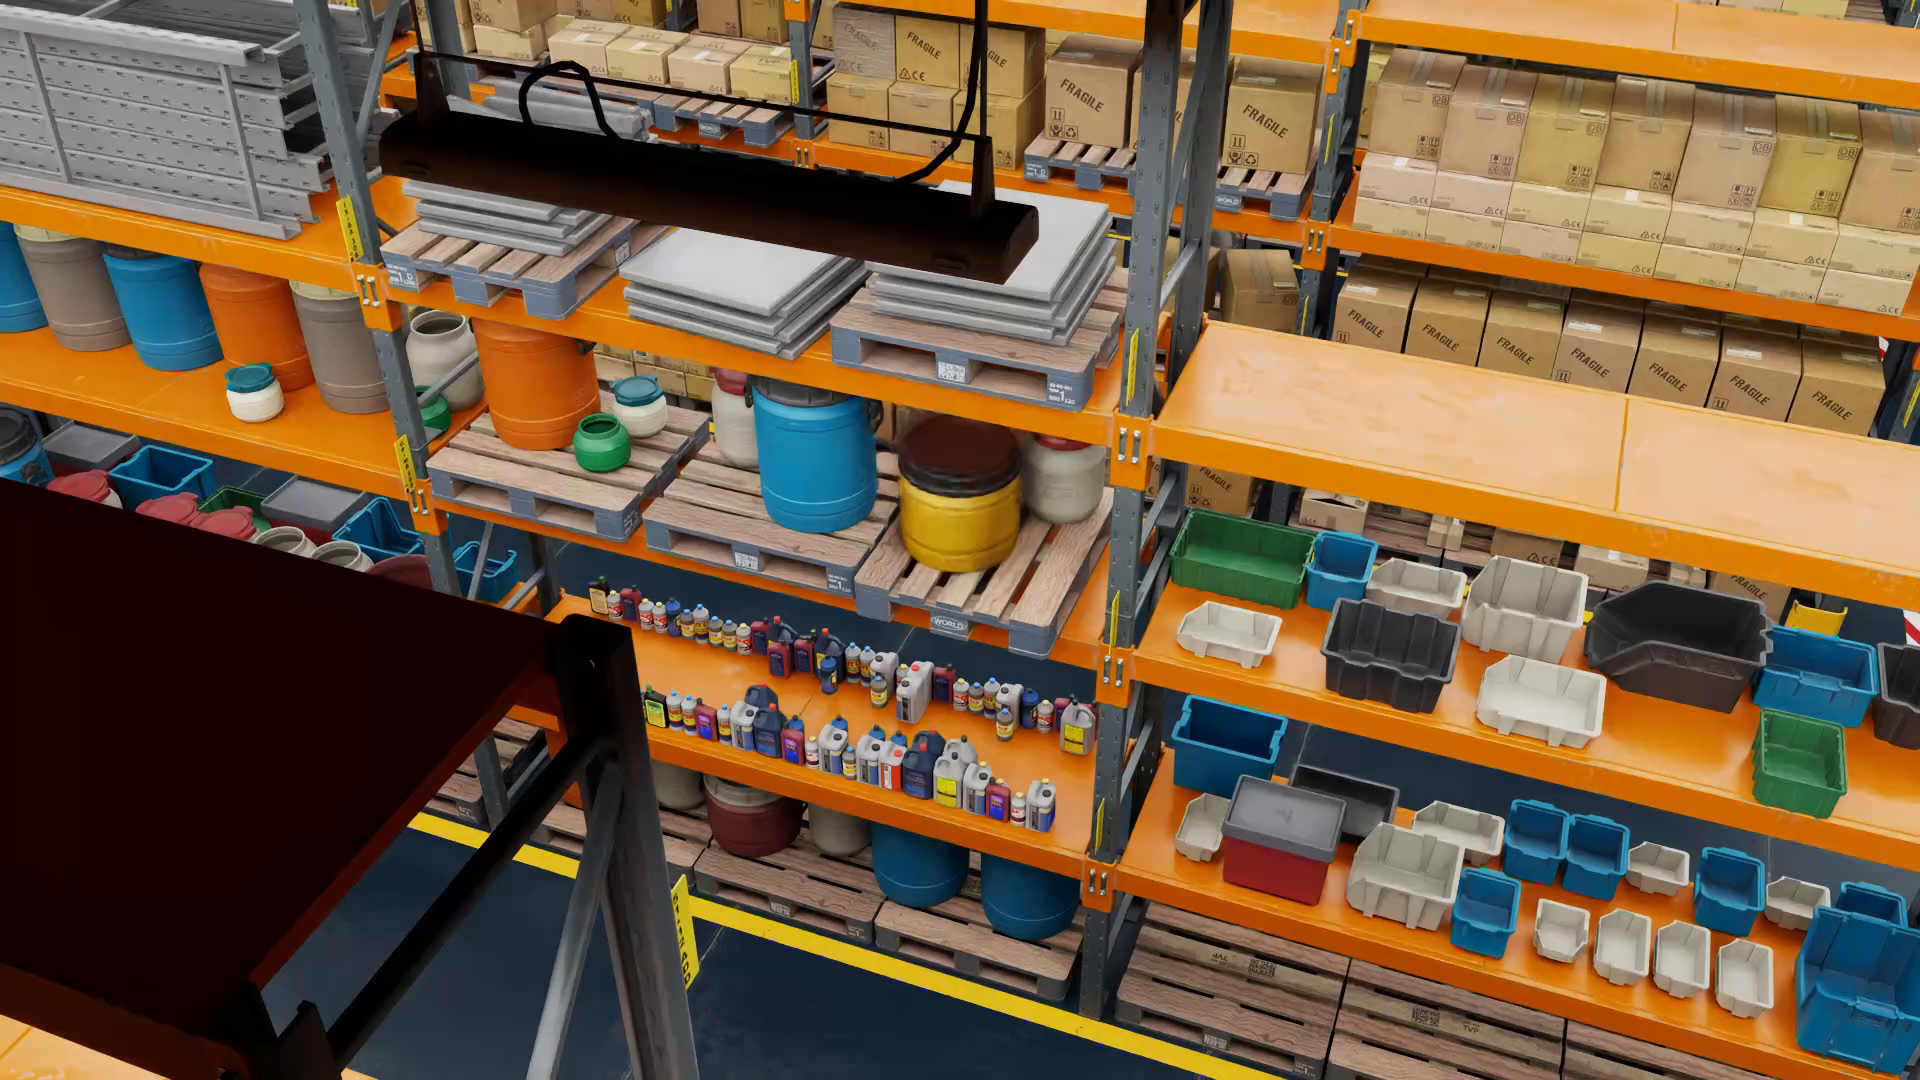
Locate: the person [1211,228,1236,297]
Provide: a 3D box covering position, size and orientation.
[{"bbox_3d":[2.555,-3.069,16.117,0.480,1.671,0.464,28,45,32],"label":"person"}]
